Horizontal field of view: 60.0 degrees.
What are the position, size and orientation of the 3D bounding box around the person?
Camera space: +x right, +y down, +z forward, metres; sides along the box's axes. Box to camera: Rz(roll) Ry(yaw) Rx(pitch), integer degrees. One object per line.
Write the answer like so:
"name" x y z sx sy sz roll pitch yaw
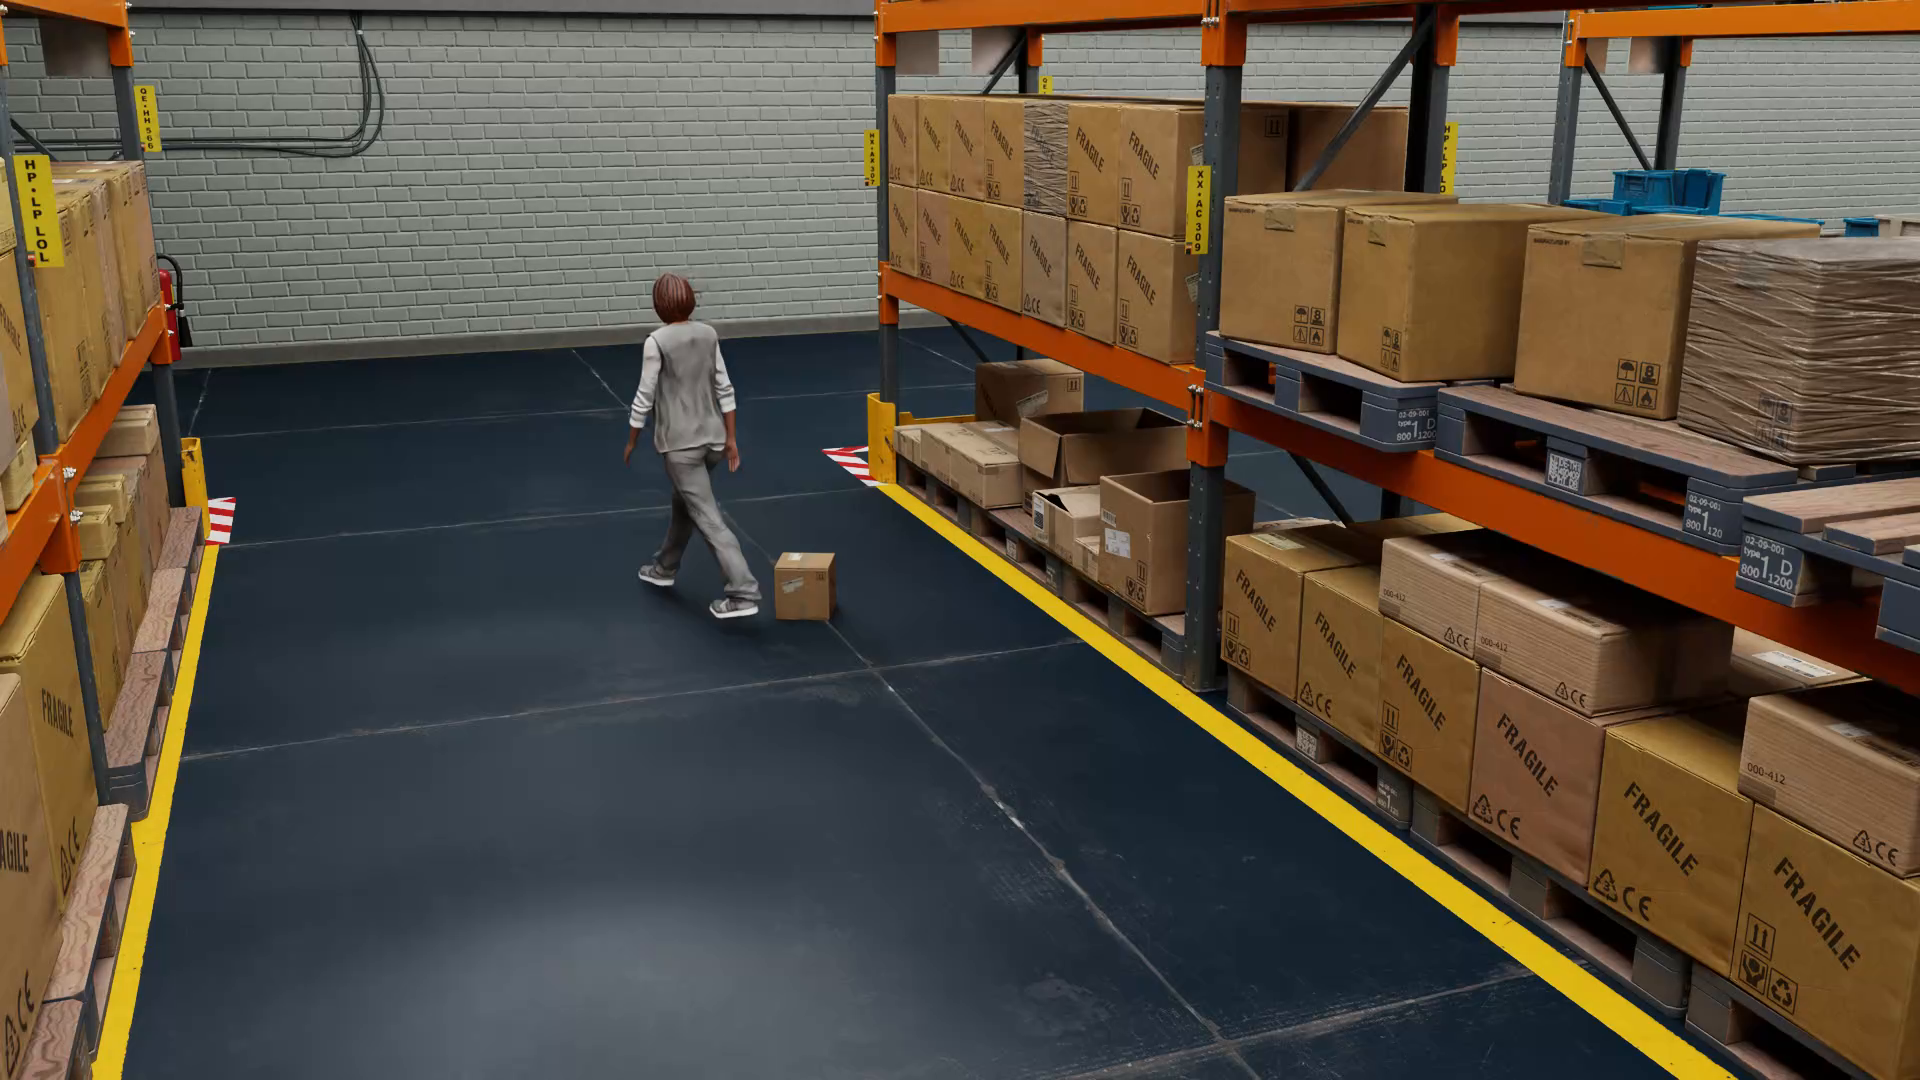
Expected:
"person" -1.256 -0.445 7.581 1.004 1.528 0.432 13 20 38
